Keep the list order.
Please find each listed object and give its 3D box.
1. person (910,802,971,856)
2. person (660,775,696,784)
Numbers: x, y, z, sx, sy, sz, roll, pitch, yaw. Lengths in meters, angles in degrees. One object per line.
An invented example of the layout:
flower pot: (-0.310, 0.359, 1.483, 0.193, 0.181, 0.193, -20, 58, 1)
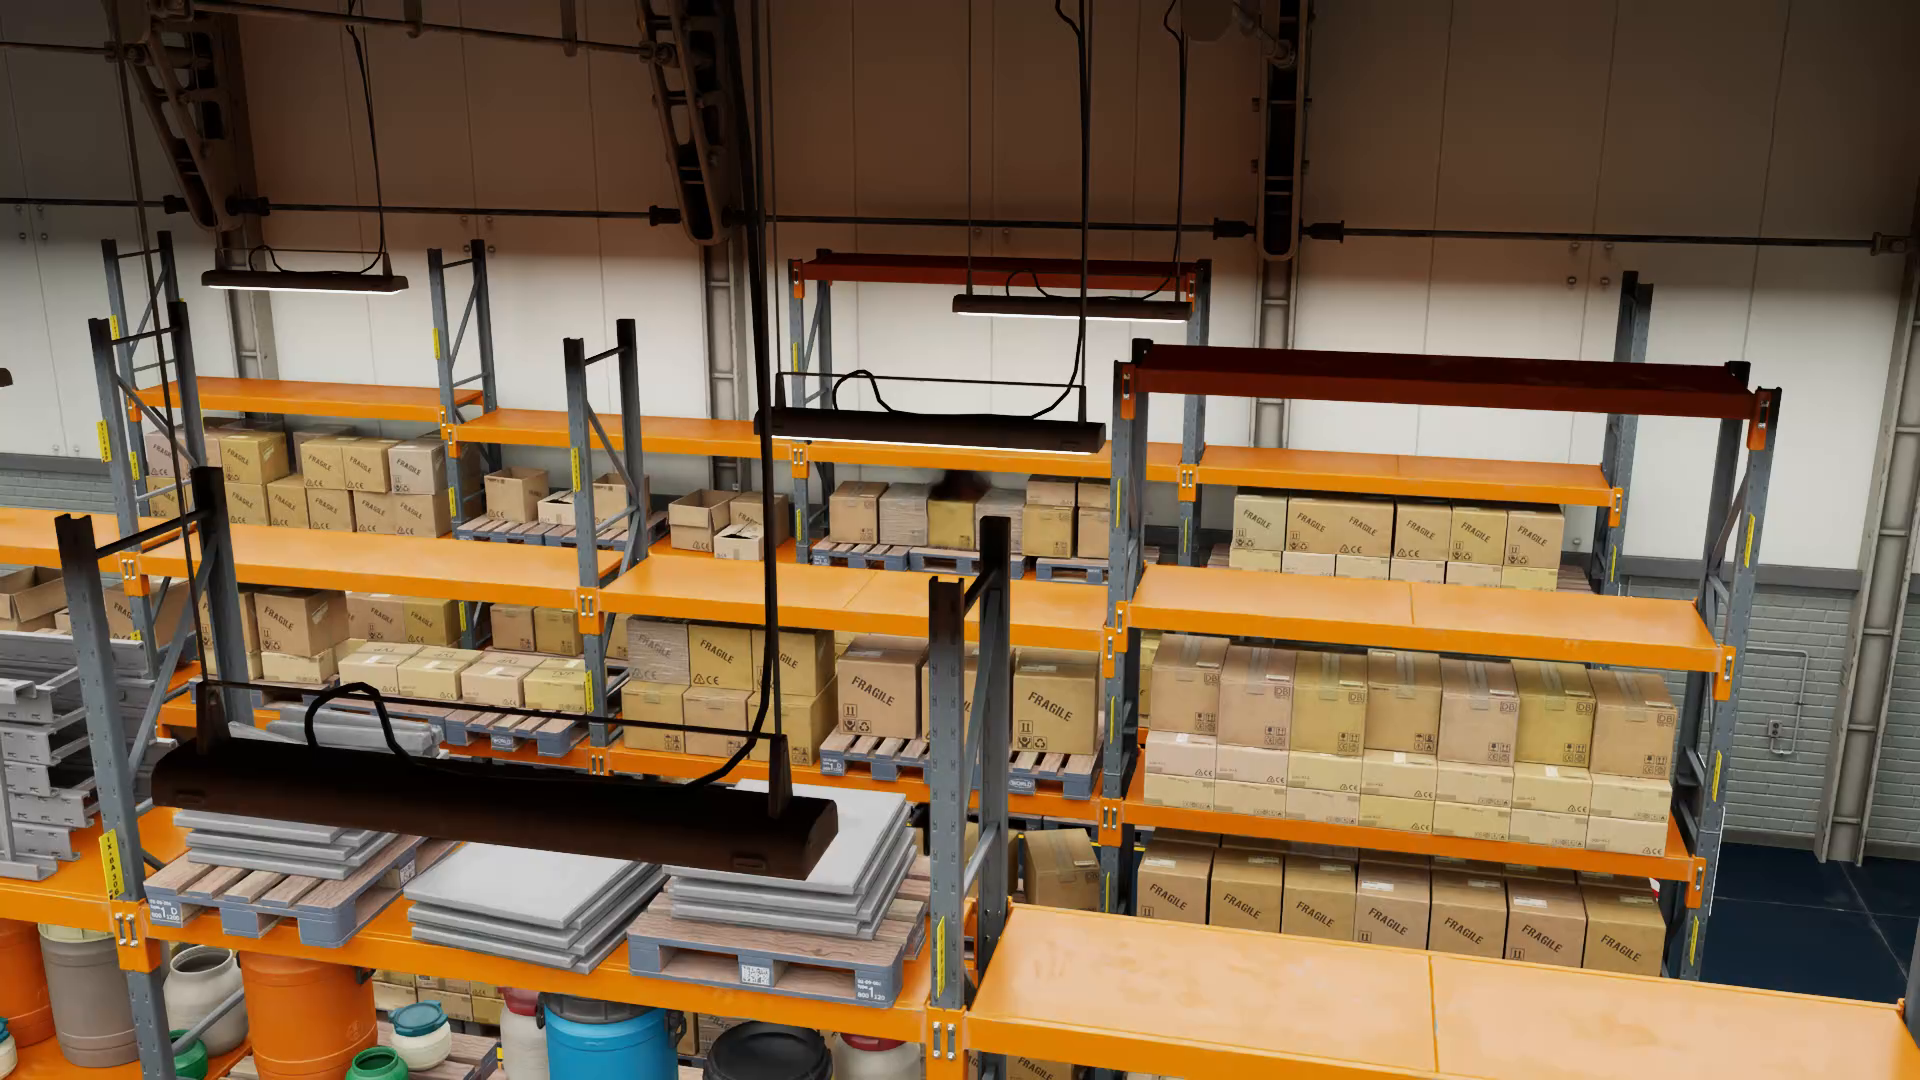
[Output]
person: (-0.231, 2.576, 15.726, 0.944, 1.811, 0.562, 3, 17, 12)
person: (-2.758, 2.492, 15.969, 0.488, 1.653, 0.476, -14, 21, -39)
